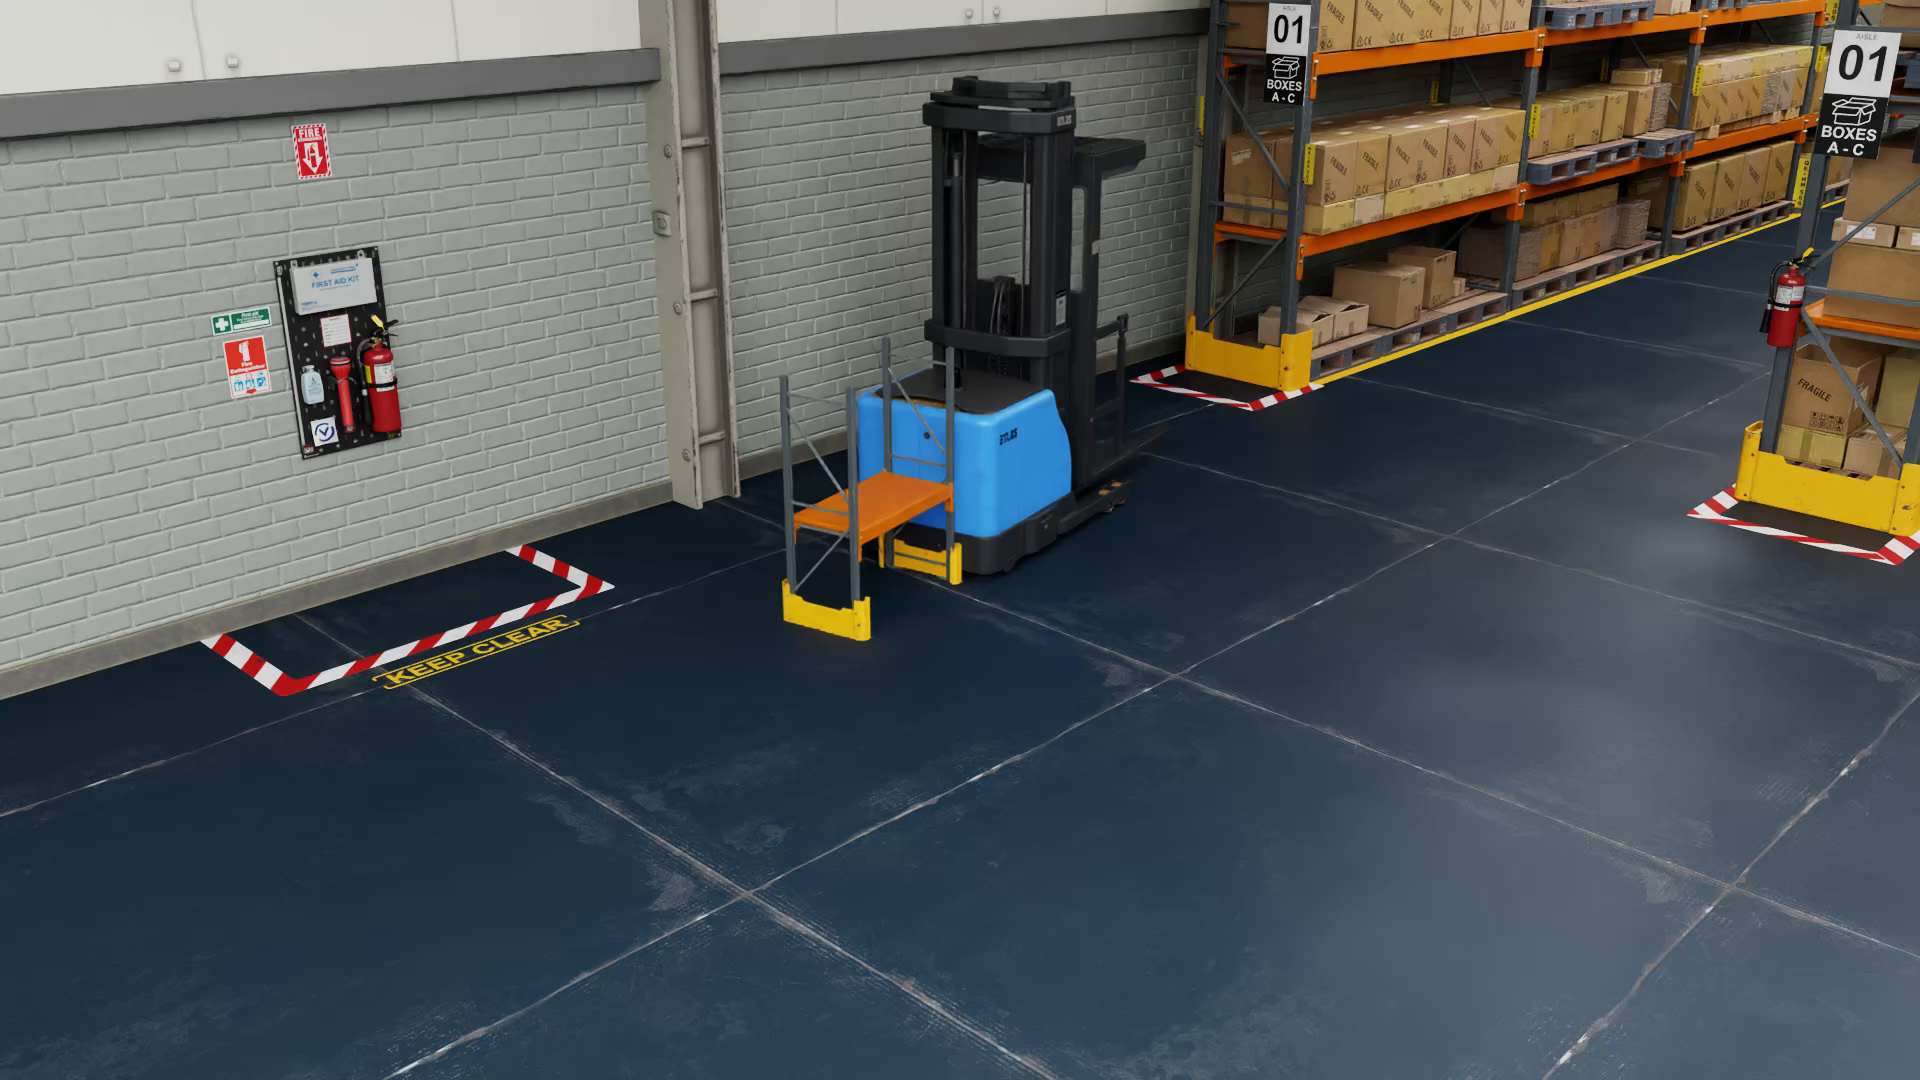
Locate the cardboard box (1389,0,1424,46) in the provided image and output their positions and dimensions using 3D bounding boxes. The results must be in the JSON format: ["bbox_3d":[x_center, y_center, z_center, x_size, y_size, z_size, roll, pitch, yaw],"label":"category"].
[{"bbox_3d":[3.677,-4.592,14.493,0.500,0.500,0.500,-19,28,-40],"label":"cardboard box"}]

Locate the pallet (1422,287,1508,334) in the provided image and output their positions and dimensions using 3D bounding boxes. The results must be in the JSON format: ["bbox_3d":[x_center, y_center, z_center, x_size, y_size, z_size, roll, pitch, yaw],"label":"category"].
[{"bbox_3d":[4.852,-2.394,17.009,1.003,0.211,1.213,19,28,41],"label":"pallet"}]

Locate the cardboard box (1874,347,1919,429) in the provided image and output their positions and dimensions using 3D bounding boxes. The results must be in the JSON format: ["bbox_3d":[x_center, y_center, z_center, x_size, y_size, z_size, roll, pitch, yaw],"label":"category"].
[{"bbox_3d":[6.938,-1.084,11.916,0.500,0.500,0.500,19,28,41],"label":"cardboard box"}]

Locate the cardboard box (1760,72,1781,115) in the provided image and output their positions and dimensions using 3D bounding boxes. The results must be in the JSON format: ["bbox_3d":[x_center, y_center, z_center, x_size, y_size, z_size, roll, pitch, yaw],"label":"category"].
[{"bbox_3d":[10.029,-5.686,21.105,0.500,0.500,0.500,19,28,41],"label":"cardboard box"}]

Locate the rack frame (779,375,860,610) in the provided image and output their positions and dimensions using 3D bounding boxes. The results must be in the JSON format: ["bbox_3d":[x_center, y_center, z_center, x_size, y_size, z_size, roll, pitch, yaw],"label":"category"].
[{"bbox_3d":[-0.789,-0.174,9.437,0.500,1.500,0.032,13,24,30],"label":"rack frame"}]

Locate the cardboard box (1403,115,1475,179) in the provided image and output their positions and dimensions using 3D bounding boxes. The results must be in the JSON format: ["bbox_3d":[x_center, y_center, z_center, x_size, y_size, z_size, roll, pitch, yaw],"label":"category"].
[{"bbox_3d":[4.484,-3.711,15.685,0.500,0.500,0.500,18,28,39],"label":"cardboard box"}]

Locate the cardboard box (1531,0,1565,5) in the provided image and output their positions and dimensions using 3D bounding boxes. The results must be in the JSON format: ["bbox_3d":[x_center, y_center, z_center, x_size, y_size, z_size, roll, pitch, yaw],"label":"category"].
[{"bbox_3d":[5.734,-5.641,16.663,0.500,0.500,0.500,-15,26,-35],"label":"cardboard box"}]

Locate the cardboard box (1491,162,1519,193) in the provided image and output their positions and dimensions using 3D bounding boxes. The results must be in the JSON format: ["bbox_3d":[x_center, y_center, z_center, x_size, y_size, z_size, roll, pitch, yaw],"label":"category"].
[{"bbox_3d":[5.182,-3.619,16.490,0.500,0.250,0.500,19,28,41],"label":"cardboard box"}]

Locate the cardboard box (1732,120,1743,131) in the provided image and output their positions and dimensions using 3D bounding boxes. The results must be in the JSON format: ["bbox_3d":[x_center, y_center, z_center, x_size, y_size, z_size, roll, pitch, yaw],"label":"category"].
[{"bbox_3d":[9.544,-5.221,20.800,0.380,0.149,0.250,19,28,41],"label":"cardboard box"}]

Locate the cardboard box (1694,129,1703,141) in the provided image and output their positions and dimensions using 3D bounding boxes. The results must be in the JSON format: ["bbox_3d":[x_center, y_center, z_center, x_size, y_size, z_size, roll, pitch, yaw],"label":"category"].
[{"bbox_3d":[8.663,-4.887,19.930,0.250,0.149,0.380,-20,29,-41],"label":"cardboard box"}]

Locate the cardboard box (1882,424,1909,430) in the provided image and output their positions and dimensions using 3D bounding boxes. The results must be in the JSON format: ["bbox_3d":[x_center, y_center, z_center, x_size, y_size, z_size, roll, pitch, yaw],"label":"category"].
[{"bbox_3d":[6.936,-0.734,12.051,0.500,0.250,0.500,19,28,41],"label":"cardboard box"}]

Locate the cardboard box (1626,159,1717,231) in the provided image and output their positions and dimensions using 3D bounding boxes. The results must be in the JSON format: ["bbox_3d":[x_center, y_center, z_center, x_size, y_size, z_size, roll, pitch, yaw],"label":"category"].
[{"bbox_3d":[8.693,-4.254,20.373,0.750,0.750,0.750,19,28,40],"label":"cardboard box"}]

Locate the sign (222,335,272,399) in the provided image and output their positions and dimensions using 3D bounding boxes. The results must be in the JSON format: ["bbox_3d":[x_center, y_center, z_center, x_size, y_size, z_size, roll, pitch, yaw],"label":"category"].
[{"bbox_3d":[-4.023,-0.978,9.388,0.001,0.329,0.234,19,28,41],"label":"sign"}]

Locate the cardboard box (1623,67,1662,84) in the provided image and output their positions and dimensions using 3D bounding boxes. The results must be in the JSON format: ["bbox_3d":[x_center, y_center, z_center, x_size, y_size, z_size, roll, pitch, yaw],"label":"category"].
[{"bbox_3d":[7.867,-5.364,19.193,0.380,0.149,0.250,15,26,34],"label":"cardboard box"}]

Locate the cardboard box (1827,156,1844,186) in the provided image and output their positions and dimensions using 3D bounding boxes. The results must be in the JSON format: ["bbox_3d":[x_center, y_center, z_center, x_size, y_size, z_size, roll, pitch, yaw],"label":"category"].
[{"bbox_3d":[12.184,-5.389,23.813,0.500,0.500,0.700,-19,28,-41],"label":"cardboard box"}]

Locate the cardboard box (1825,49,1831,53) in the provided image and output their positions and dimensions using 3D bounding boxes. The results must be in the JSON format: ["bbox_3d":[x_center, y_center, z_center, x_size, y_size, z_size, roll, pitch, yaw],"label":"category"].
[{"bbox_3d":[12.280,-6.585,23.607,0.980,0.700,0.700,18,27,38],"label":"cardboard box"}]

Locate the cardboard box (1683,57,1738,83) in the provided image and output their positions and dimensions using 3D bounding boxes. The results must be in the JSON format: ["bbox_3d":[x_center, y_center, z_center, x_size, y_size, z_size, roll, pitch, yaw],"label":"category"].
[{"bbox_3d":[8.962,-5.641,19.942,0.500,0.250,0.500,19,28,40],"label":"cardboard box"}]

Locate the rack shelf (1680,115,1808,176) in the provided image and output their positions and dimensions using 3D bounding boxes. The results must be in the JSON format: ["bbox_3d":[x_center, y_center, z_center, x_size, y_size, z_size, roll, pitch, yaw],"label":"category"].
[{"bbox_3d":[9.481,-5.084,21.123,1.077,0.370,4.000,19,28,41],"label":"rack shelf"}]

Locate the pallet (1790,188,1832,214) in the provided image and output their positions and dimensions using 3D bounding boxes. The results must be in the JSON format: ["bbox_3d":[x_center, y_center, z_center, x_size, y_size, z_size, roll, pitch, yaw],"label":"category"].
[{"bbox_3d":[11.463,-4.808,23.289,1.003,0.211,1.213,19,28,41],"label":"pallet"}]

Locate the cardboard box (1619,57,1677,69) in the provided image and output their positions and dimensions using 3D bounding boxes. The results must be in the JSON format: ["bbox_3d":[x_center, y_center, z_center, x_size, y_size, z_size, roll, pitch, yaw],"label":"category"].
[{"bbox_3d":[8.216,-5.632,19.919,0.500,0.250,0.500,-19,28,-41],"label":"cardboard box"}]

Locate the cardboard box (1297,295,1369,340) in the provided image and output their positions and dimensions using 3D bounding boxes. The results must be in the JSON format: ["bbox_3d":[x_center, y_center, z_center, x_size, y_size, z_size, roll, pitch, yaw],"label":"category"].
[{"bbox_3d":[3.450,-2.101,15.495,0.500,0.311,0.500,-17,27,-38],"label":"cardboard box"}]

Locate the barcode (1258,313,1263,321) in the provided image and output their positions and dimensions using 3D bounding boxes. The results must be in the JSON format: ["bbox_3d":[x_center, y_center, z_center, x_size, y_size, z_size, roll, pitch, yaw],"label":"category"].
[{"bbox_3d":[2.778,-2.064,15.384,0.001,0.075,0.075,19,28,41],"label":"barcode"}]

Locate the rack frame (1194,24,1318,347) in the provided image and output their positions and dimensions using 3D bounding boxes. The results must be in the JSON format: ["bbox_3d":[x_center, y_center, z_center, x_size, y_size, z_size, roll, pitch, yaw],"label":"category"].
[{"bbox_3d":[2.505,-2.849,14.306,1.000,3.000,0.127,19,28,41],"label":"rack frame"}]

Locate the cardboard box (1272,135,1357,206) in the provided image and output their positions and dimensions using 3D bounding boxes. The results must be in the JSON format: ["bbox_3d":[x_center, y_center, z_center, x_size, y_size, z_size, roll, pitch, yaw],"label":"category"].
[{"bbox_3d":[3.053,-3.186,14.318,0.500,0.500,0.500,19,28,41],"label":"cardboard box"}]

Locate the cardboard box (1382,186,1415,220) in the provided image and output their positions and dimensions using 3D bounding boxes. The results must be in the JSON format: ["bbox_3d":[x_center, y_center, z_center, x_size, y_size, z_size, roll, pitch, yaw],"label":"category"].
[{"bbox_3d":[3.784,-3.101,15.142,0.500,0.250,0.500,19,28,40],"label":"cardboard box"}]

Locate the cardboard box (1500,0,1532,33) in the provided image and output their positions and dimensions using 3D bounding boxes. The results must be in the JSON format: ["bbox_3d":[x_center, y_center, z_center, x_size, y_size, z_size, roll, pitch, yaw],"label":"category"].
[{"bbox_3d":[5.118,-5.141,15.921,0.500,0.500,0.500,-19,28,-41],"label":"cardboard box"}]

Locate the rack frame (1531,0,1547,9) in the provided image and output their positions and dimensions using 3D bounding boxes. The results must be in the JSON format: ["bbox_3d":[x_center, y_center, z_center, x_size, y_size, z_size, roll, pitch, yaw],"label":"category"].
[{"bbox_3d":[5.295,-6.677,15.905,1.000,3.000,0.127,19,28,41],"label":"rack frame"}]

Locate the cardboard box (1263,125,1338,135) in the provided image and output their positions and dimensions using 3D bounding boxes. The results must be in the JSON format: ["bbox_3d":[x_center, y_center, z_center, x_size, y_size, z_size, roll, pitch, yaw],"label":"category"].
[{"bbox_3d":[3.040,-3.440,14.978,0.500,0.500,0.500,-20,29,-41],"label":"cardboard box"}]

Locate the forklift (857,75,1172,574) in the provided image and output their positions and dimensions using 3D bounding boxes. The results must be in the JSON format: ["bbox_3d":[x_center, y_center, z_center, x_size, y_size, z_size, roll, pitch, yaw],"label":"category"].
[{"bbox_3d":[0.541,-1.633,11.238,1.130,2.935,3.031,13,24,30],"label":"forklift"}]

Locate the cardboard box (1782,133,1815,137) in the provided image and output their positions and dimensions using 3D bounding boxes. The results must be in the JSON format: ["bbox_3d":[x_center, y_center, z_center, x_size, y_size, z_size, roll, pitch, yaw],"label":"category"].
[{"bbox_3d":[11.954,-5.713,23.752,0.380,0.149,0.250,20,28,41],"label":"cardboard box"}]

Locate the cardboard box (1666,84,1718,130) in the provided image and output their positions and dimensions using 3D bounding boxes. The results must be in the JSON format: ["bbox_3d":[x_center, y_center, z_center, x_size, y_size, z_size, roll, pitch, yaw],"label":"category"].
[{"bbox_3d":[8.608,-5.161,19.739,0.500,0.500,0.500,-19,28,-40],"label":"cardboard box"}]

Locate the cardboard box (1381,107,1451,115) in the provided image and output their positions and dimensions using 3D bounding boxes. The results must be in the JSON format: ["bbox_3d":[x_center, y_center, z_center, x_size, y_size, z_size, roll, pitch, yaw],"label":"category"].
[{"bbox_3d":[4.454,-3.966,16.348,0.500,0.500,0.500,19,28,40],"label":"cardboard box"}]

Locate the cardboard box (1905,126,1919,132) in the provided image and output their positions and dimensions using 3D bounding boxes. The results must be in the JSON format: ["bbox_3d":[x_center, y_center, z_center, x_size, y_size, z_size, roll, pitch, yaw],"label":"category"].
[{"bbox_3d":[7.143,-2.659,11.864,0.700,0.500,0.500,19,28,41],"label":"cardboard box"}]

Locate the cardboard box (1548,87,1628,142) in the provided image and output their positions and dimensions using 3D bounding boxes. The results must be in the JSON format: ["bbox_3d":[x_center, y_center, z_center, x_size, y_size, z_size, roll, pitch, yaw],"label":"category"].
[{"bbox_3d":[6.912,-4.708,18.391,0.700,0.500,0.500,19,28,41],"label":"cardboard box"}]

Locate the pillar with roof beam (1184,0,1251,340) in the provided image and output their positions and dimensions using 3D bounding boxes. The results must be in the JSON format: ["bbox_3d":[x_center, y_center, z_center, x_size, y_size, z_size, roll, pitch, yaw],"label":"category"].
[{"bbox_3d":[5.458,-4.968,11.458,9.100,9.000,0.400,19,28,41],"label":"pillar with roof beam"}]

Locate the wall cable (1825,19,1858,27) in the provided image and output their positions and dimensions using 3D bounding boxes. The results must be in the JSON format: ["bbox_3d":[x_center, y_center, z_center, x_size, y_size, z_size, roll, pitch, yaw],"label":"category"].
[{"bbox_3d":[13.882,-8.002,26.296,0.084,1.984,1.851,19,28,41],"label":"wall cable"}]

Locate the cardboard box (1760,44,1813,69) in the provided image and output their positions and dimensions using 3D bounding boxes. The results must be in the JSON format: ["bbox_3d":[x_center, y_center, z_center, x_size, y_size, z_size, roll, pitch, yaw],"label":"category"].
[{"bbox_3d":[10.734,-6.294,21.643,0.500,0.250,0.500,-19,28,-41],"label":"cardboard box"}]

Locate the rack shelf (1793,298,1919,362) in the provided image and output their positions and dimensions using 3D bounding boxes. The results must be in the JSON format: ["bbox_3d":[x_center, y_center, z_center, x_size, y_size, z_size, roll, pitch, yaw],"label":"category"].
[{"bbox_3d":[7.452,-1.788,12.549,1.077,0.370,4.000,19,28,41],"label":"rack shelf"}]

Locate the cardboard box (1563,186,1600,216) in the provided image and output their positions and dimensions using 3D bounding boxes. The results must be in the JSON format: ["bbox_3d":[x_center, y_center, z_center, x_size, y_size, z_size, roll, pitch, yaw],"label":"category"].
[{"bbox_3d":[6.823,-3.832,18.688,0.500,0.250,0.500,19,28,40],"label":"cardboard box"}]

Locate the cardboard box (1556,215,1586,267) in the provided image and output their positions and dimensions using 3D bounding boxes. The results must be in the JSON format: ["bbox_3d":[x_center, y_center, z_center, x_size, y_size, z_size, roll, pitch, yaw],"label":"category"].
[{"bbox_3d":[6.506,-3.376,18.547,0.700,0.500,0.500,20,28,41],"label":"cardboard box"}]

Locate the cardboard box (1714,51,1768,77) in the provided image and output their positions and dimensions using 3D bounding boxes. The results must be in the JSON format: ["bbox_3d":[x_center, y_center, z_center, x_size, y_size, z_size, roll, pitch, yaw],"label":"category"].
[{"bbox_3d":[9.659,-5.903,20.625,0.500,0.250,0.500,19,28,40],"label":"cardboard box"}]

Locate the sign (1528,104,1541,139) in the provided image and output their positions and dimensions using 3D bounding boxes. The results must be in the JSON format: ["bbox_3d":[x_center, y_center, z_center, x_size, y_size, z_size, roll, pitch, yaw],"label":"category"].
[{"bbox_3d":[5.689,-4.147,16.477,0.100,0.325,0.005,19,28,41],"label":"sign"}]

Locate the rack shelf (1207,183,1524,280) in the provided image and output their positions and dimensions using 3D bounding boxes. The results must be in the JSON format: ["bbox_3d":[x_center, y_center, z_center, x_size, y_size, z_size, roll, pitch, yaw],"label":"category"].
[{"bbox_3d":[3.900,-3.027,15.772,1.077,0.370,4.000,19,28,41],"label":"rack shelf"}]

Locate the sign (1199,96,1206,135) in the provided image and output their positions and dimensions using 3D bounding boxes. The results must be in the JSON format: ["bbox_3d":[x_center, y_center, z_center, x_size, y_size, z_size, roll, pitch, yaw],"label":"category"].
[{"bbox_3d":[2.121,-3.681,14.416,0.100,0.325,0.005,19,28,41],"label":"sign"}]

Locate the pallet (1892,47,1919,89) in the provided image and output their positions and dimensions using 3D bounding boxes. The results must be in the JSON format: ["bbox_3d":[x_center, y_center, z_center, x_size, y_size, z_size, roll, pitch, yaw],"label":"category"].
[{"bbox_3d":[6.569,-3.144,11.016,1.003,0.211,1.213,19,28,41],"label":"pallet"}]

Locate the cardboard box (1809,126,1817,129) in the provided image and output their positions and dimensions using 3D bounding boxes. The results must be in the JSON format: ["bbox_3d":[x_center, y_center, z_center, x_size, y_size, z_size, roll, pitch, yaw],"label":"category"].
[{"bbox_3d":[12.666,-5.976,24.437,0.380,0.149,0.250,20,28,41],"label":"cardboard box"}]

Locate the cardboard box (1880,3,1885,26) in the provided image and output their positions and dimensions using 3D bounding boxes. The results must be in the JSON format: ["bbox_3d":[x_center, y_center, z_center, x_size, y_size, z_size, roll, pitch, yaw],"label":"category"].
[{"bbox_3d":[6.671,-3.564,11.413,0.500,0.250,0.500,19,28,41],"label":"cardboard box"}]

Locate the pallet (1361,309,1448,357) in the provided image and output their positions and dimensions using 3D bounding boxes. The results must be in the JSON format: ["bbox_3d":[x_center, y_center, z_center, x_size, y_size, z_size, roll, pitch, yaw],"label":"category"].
[{"bbox_3d":[4.001,-2.079,16.189,1.003,0.211,1.213,19,28,41],"label":"pallet"}]

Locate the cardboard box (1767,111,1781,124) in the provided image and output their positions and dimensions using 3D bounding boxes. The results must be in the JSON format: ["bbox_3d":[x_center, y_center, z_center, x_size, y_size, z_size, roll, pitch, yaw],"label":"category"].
[{"bbox_3d":[10.329,-5.459,21.419,0.380,0.149,0.250,19,28,41],"label":"cardboard box"}]

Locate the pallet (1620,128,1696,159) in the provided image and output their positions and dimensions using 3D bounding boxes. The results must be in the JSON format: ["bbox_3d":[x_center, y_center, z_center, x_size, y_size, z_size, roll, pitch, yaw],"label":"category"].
[{"bbox_3d":[7.665,-4.606,19.145,1.213,0.211,1.003,19,28,41],"label":"pallet"}]

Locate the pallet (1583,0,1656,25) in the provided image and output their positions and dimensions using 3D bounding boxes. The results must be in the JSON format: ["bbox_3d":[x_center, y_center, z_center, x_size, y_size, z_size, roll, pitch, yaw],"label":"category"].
[{"bbox_3d":[6.524,-5.589,17.516,1.213,0.211,1.003,19,28,41],"label":"pallet"}]

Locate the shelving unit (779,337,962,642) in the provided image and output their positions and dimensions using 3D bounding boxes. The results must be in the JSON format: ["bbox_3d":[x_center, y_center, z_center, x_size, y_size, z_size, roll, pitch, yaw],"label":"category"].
[{"bbox_3d":[-0.516,-0.332,9.848,0.587,1.500,1.083,13,24,30],"label":"shelving unit"}]
